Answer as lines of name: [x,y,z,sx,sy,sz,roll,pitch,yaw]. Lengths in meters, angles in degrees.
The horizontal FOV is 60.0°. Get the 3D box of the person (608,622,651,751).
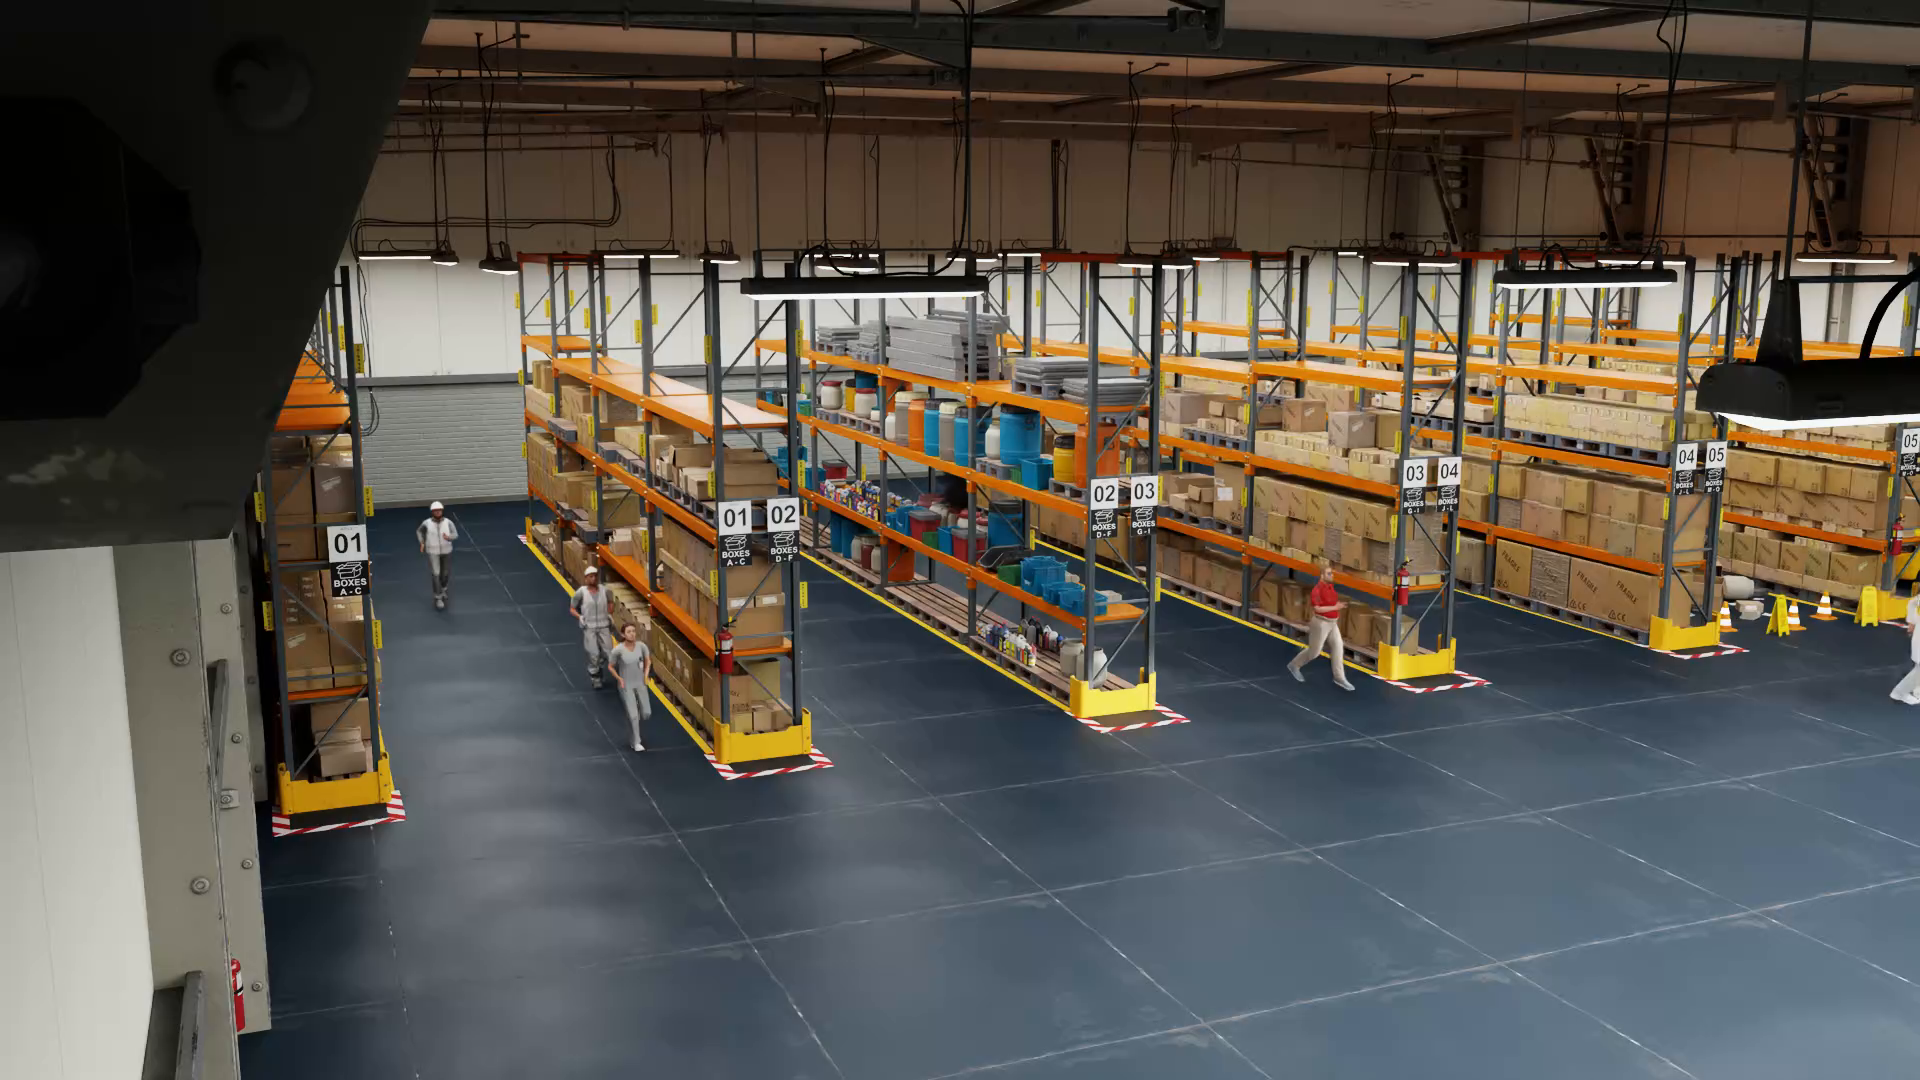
person: [-4.089,1.805,20.648,0.548,1.624,0.558,-6,12,-28]

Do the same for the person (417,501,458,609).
person: [-9.041,0.225,28.731,0.560,1.783,0.906,-5,12,-27]

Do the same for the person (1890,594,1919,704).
person: [13.153,1.392,22.557,0.794,1.726,0.759,5,11,24]

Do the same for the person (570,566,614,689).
person: [-5.151,1.232,23.465,0.651,1.738,0.613,-5,12,-27]

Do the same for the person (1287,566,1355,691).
person: [5.150,1.223,23.491,0.933,1.739,0.664,9,14,40]
